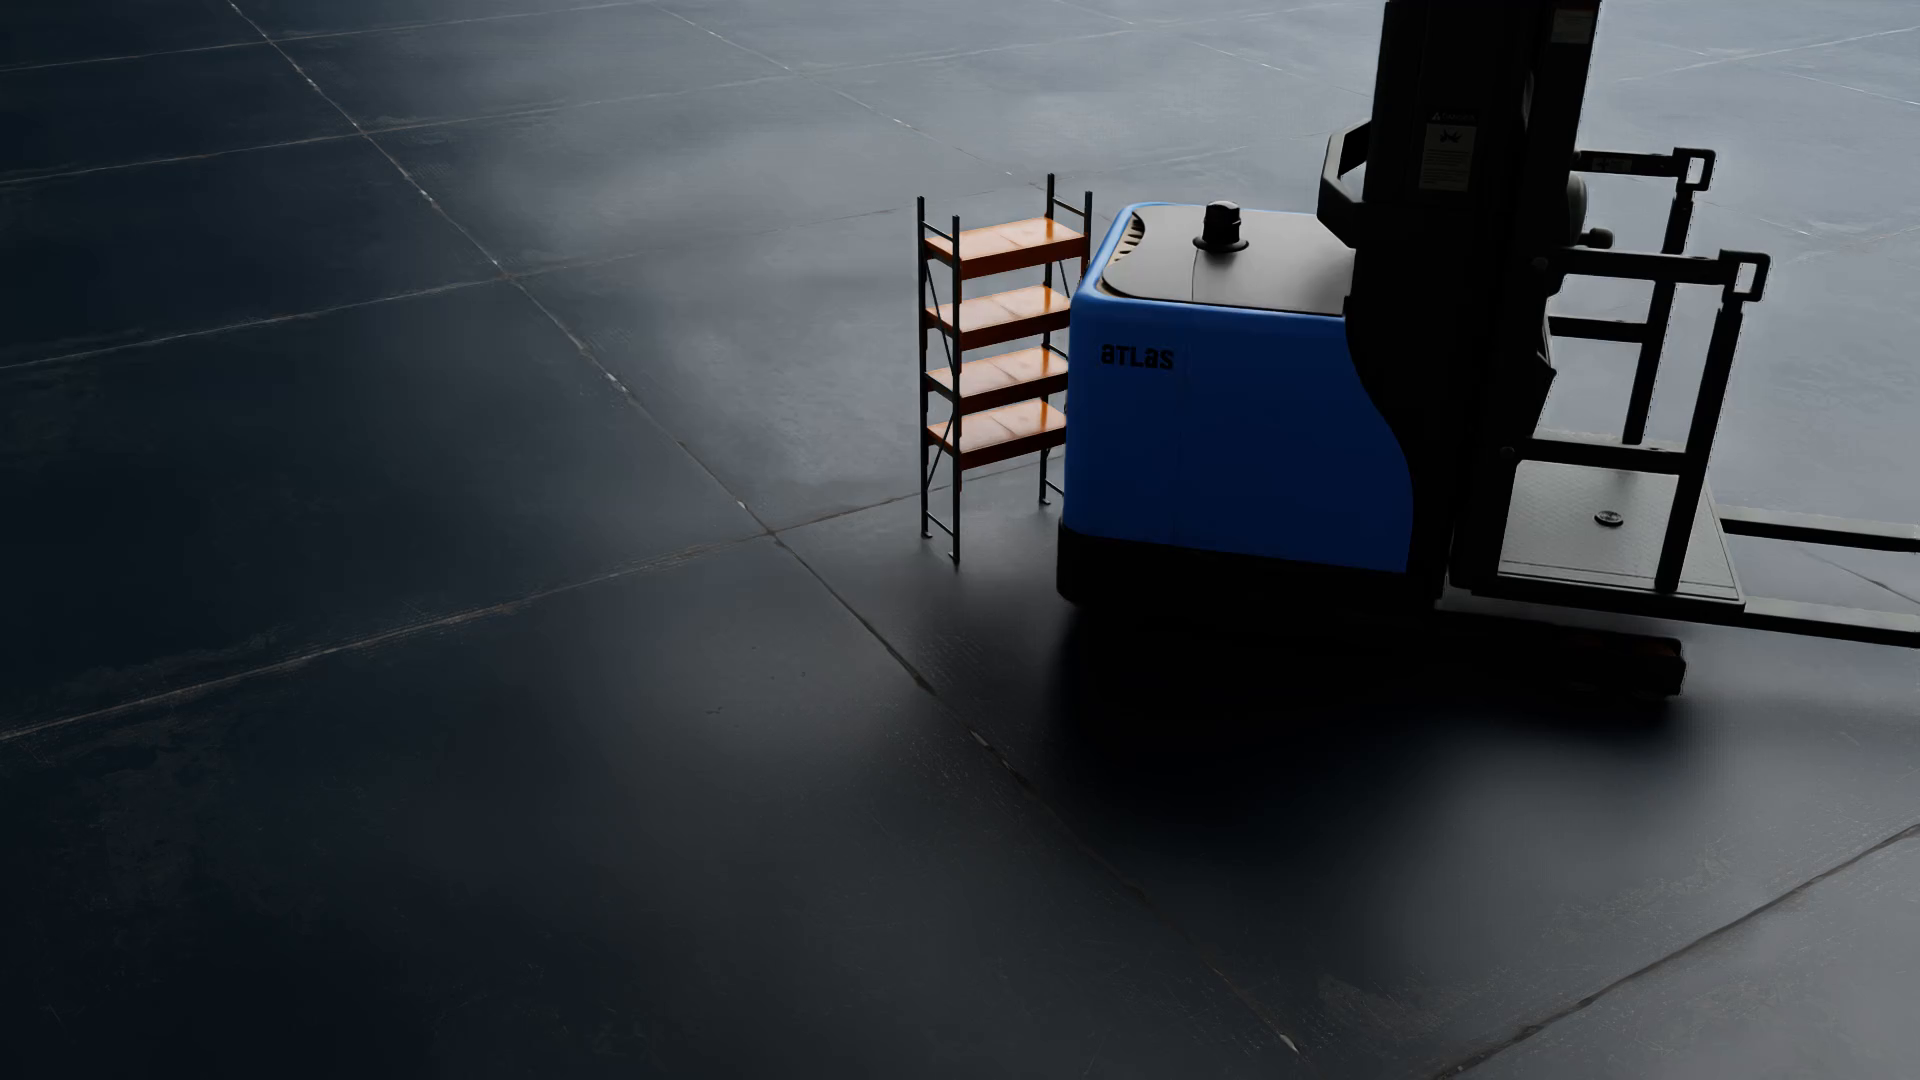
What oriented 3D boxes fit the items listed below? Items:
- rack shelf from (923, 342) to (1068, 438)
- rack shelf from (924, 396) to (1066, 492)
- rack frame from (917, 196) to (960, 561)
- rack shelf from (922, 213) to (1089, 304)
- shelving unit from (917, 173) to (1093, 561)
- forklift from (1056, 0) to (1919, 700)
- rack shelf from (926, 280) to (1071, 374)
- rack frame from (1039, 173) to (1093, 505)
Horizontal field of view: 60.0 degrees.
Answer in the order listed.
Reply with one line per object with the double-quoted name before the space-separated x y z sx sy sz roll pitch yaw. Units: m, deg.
"rack shelf" 0.143 -0.507 5.566 0.480 0.148 0.258 -16 33 -26
"rack shelf" 0.143 -0.333 5.662 0.480 0.148 0.258 -16 33 -26
"rack frame" -0.068 -0.506 5.425 0.015 1.200 0.240 -16 33 -26
"rack shelf" 0.143 -0.910 5.344 0.480 0.148 0.258 -16 33 -26
"shelving unit" 0.143 -0.566 5.534 0.503 1.200 0.258 -16 33 -26
"forklift" 1.883 -1.096 4.702 3.031 2.935 1.130 7 30 12
"rack shelf" 0.143 -0.703 5.458 0.480 0.148 0.258 -16 33 -26
"rack frame" 0.353 -0.626 5.642 0.015 1.200 0.240 -16 33 -26
